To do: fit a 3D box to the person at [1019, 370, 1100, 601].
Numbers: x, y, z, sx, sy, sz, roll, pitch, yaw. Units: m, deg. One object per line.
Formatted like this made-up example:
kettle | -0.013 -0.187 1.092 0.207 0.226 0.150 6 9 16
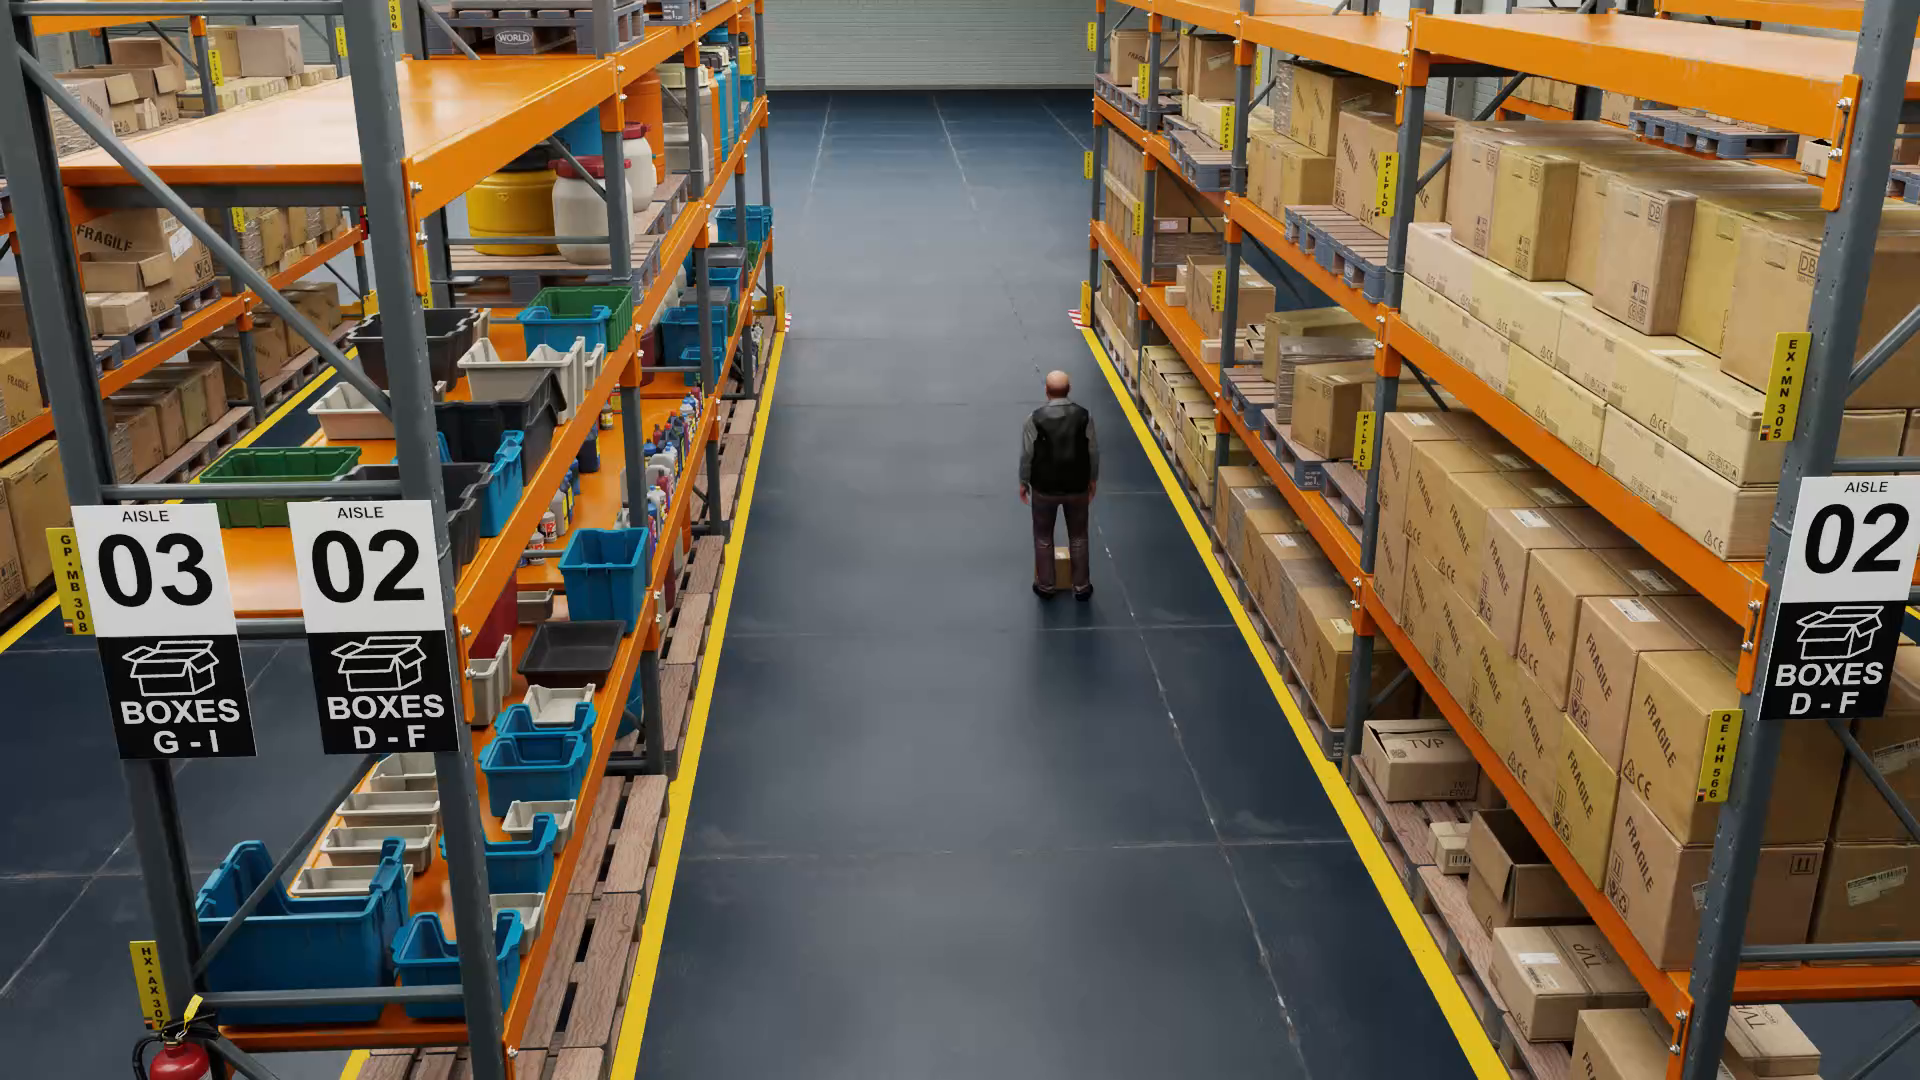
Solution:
person | 0.721 -0.387 12.158 0.591 1.722 0.465 -2 20 -5
